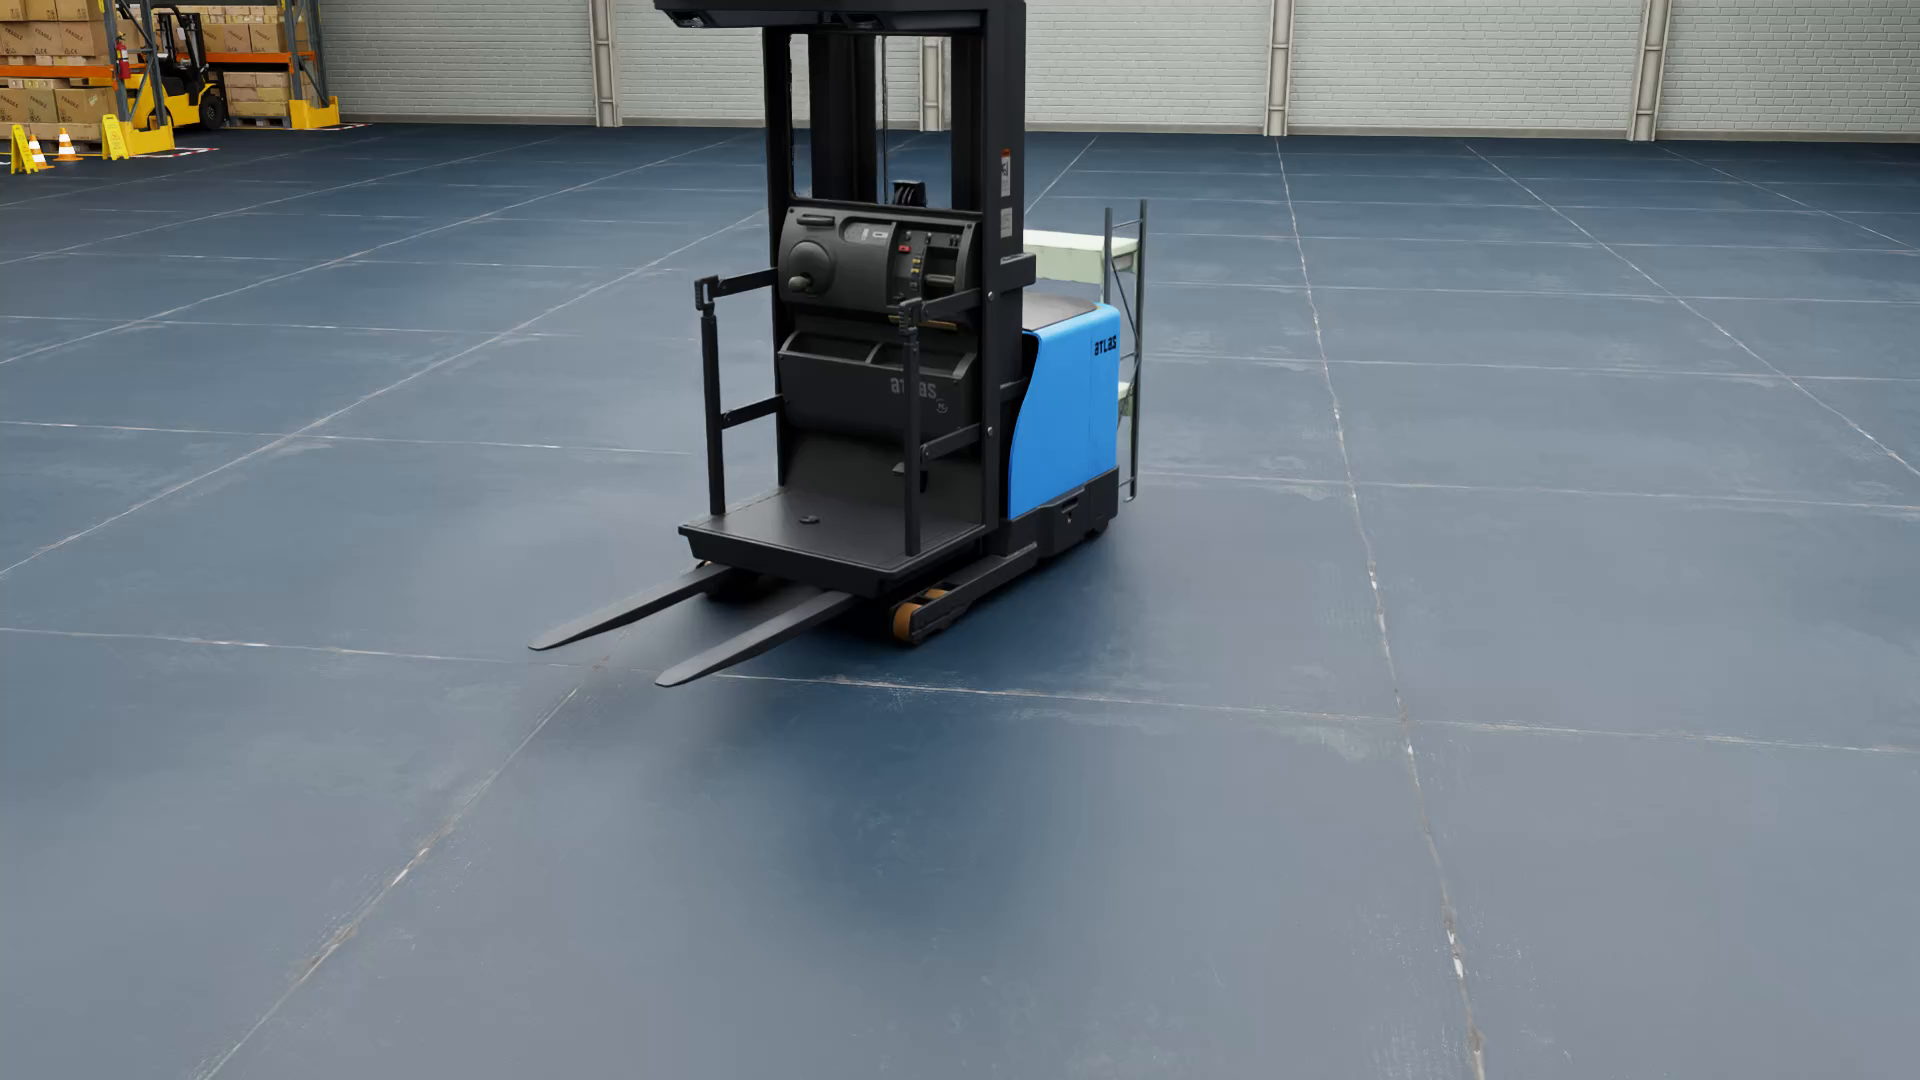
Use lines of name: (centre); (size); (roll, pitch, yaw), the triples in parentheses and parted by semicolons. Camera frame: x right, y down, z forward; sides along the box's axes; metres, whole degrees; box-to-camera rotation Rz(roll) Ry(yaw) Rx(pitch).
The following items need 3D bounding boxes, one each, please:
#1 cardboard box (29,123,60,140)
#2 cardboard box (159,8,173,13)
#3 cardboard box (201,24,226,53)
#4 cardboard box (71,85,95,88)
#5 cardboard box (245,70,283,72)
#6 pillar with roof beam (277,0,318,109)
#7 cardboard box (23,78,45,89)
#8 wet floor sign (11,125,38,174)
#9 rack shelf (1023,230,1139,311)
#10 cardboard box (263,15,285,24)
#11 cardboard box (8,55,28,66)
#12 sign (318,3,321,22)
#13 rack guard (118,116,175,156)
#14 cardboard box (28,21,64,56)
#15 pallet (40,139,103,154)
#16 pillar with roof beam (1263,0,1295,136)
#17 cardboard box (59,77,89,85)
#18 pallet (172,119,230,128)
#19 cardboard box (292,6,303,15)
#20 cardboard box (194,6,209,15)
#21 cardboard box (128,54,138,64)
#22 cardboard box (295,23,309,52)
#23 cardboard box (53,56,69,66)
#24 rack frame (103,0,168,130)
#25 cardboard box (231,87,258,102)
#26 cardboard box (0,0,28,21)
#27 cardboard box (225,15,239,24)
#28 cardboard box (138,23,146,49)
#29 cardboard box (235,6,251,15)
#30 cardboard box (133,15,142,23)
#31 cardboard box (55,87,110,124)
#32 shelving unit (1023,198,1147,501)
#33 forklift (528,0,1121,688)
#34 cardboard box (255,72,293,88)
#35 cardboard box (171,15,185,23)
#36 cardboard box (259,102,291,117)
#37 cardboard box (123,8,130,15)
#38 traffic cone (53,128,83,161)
cardboard box: (-13.932, -6.317, 25.627); (0.500, 0.250, 0.500); (3, 19, 9)
cardboard box: (-14.194, -9.541, 29.941); (0.250, 0.149, 0.380); (3, 19, 8)
cardboard box: (-13.341, -9.037, 29.926); (0.500, 0.500, 0.500); (3, 19, 8)
cardboard box: (-13.874, -6.841, 26.011); (0.500, 0.500, 0.500); (2, 19, 7)
cardboard box: (-12.735, -8.469, 30.483); (0.500, 0.250, 0.500); (3, 19, 9)
pillar with roof beam: (-13.024, -10.806, 25.916); (0.400, 9.000, 9.100); (3, 19, 9)
cardboard box: (-14.034, -6.965, 25.360); (0.250, 0.149, 0.380); (3, 19, 10)
wet floor sign: (-12.923, -5.383, 22.875); (0.232, 0.644, 0.267); (0, 19, -1)
rack shelf: (0.473, -1.308, 8.120); (0.720, 0.370, 0.431); (11, 22, 30)
cardboard box: (-12.184, -9.277, 29.621); (0.250, 0.149, 0.380); (3, 19, 9)
cardboard box: (-14.258, -7.312, 25.325); (0.250, 0.149, 0.380); (3, 19, 8)
sign: (-11.703, -9.614, 30.319); (0.005, 0.325, 0.100); (3, 19, 9)
rack guard: (-12.656, -6.255, 25.710); (0.348, 0.500, 1.175); (3, 19, 9)
cardboard box: (-13.654, -7.593, 25.143); (0.500, 0.500, 0.500); (3, 19, 9)
pallet: (-13.452, -6.170, 25.911); (1.213, 0.211, 1.003); (3, 19, 9)
pillar with roof beam: (4.748, -9.900, 23.209); (0.400, 9.000, 9.100); (3, 19, 9)
cardboard box: (-16.263, -8.289, 30.930); (0.625, 0.625, 0.875); (4, 19, 11)
pallet: (-13.760, -7.757, 30.654); (1.213, 0.211, 1.003); (3, 19, 9)
cardboard box: (-12.095, -9.572, 30.035); (0.250, 0.149, 0.380); (3, 19, 8)
cardboard box: (-13.460, -9.473, 29.739); (0.250, 0.149, 0.380); (3, 19, 10)
cardboard box: (-12.883, -7.400, 25.587); (0.250, 0.149, 0.380); (3, 19, 9)
cardboard box: (-12.242, -9.151, 30.269); (0.500, 0.500, 0.500); (4, 19, 10)
cardboard box: (-13.501, -7.267, 25.191); (0.250, 0.149, 0.380); (3, 19, 8)
rack frame: (-12.581, -7.437, 25.302); (0.127, 3.000, 1.000); (3, 19, 9)
cardboard box: (-12.821, -8.080, 30.107); (0.500, 0.250, 0.500); (3, 19, 8)
cardboard box: (-14.138, -8.078, 25.017); (0.500, 0.500, 0.700); (3, 19, 8)
cardboard box: (-12.930, -9.329, 29.776); (0.250, 0.149, 0.380); (3, 19, 8)
cardboard box: (-14.833, -9.116, 30.162); (0.500, 0.500, 0.500); (3, 19, 10)
cardboard box: (-12.695, -9.448, 29.663); (0.250, 0.149, 0.380); (3, 19, 10)
cardboard box: (-14.724, -9.397, 29.982); (0.250, 0.149, 0.380); (3, 19, 10)
cardboard box: (-13.413, -6.646, 25.429); (0.500, 0.500, 0.500); (3, 19, 9)
shelving unit: (0.473, -0.938, 8.244); (0.755, 1.500, 0.431); (11, 22, 30)
forklift: (-0.459, -1.145, 6.607); (1.130, 2.935, 3.031); (11, 22, 31)
cardboard box: (-12.301, -8.287, 29.939); (0.500, 0.250, 0.500); (4, 19, 10)
cardboard box: (-13.950, -9.366, 29.888); (0.250, 0.149, 0.380); (3, 19, 8)
cardboard box: (-12.311, -7.812, 30.095); (0.500, 0.250, 0.500); (3, 19, 9)
cardboard box: (-14.953, -9.586, 30.076); (0.250, 0.149, 0.380); (3, 19, 8)
traffic cone: (-13.210, -5.851, 24.562); (0.334, 0.463, 0.336); (3, 19, 9)
